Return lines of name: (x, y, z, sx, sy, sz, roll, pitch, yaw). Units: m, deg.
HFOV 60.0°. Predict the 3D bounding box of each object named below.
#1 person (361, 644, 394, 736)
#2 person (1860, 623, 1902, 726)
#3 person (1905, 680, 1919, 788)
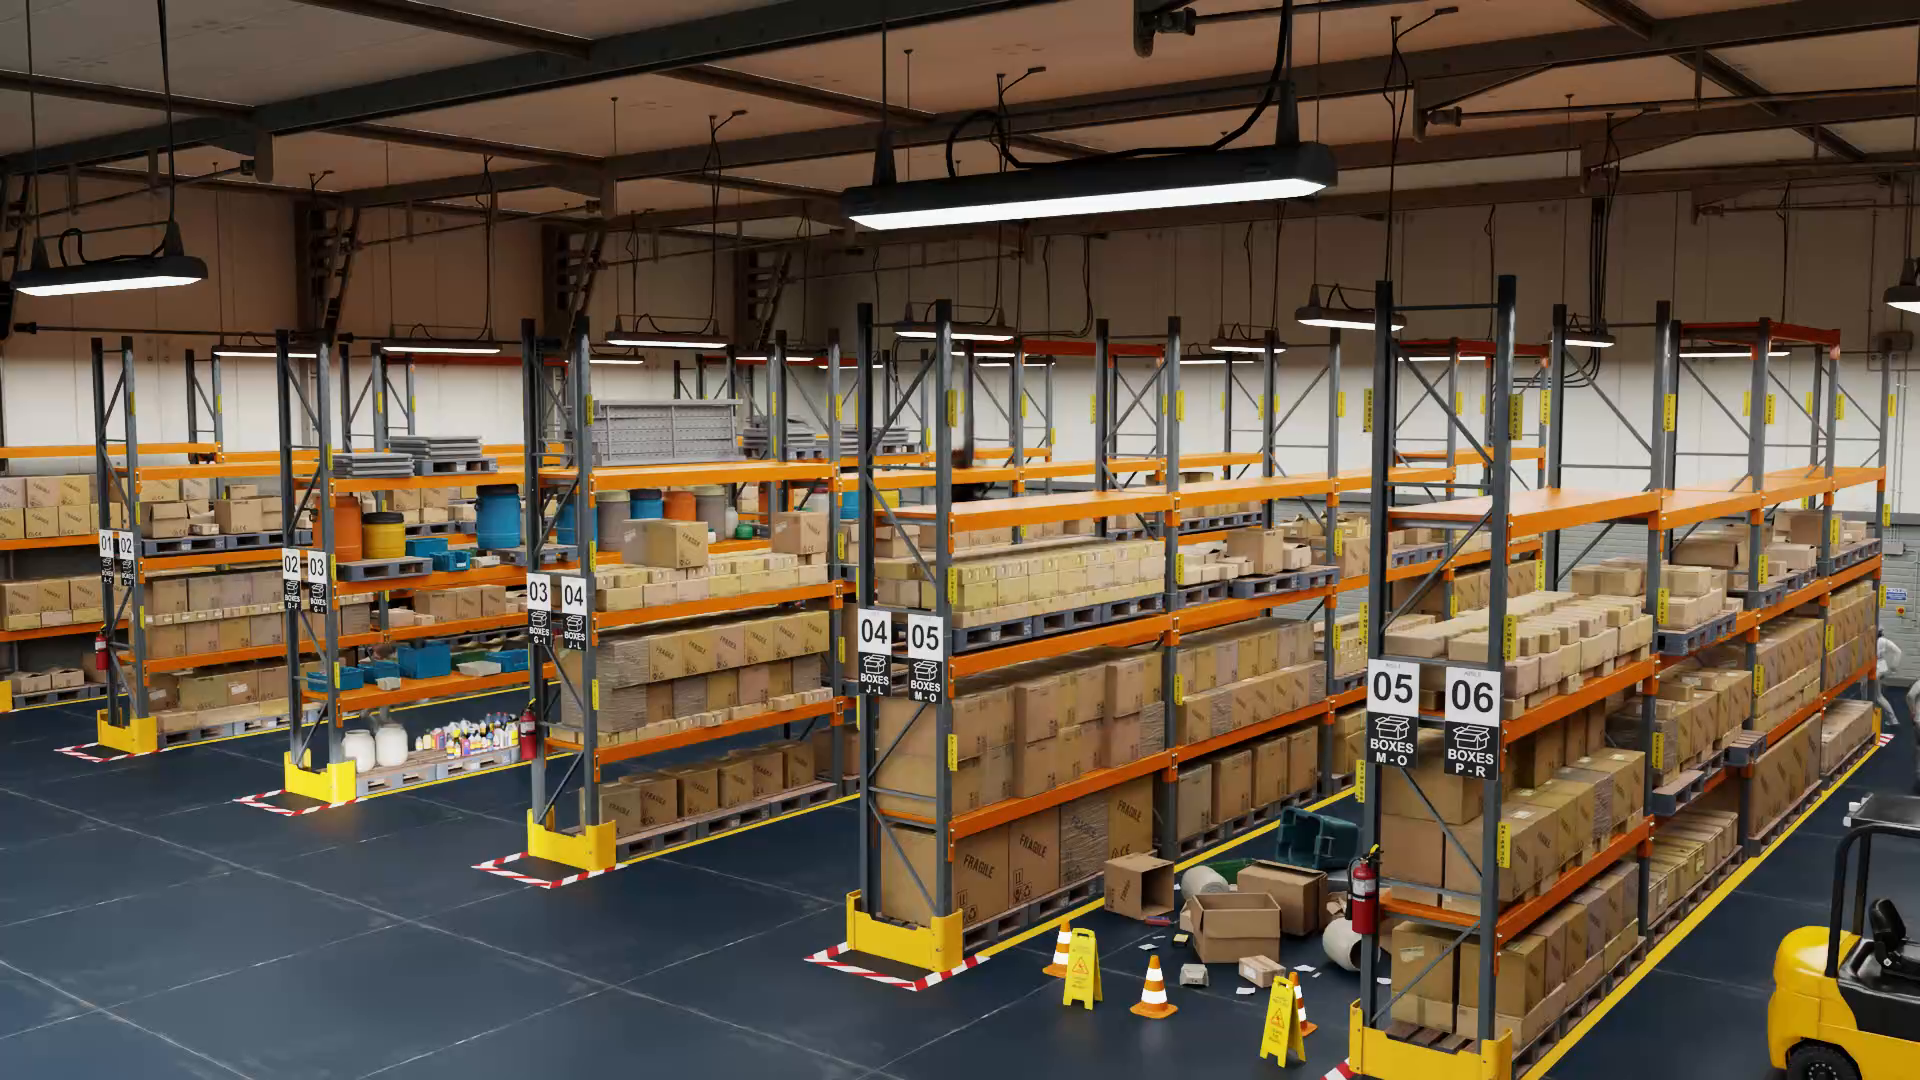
person: (-8.369, 2.272, 24.170, 0.508, 1.555, 0.624, 4, 6, 40)
person: (14.165, 2.076, 25.832, 0.592, 1.688, 0.752, -2, 5, -22)
person: (12.701, 2.405, 21.699, 0.644, 1.794, 0.737, 3, 6, 32)
